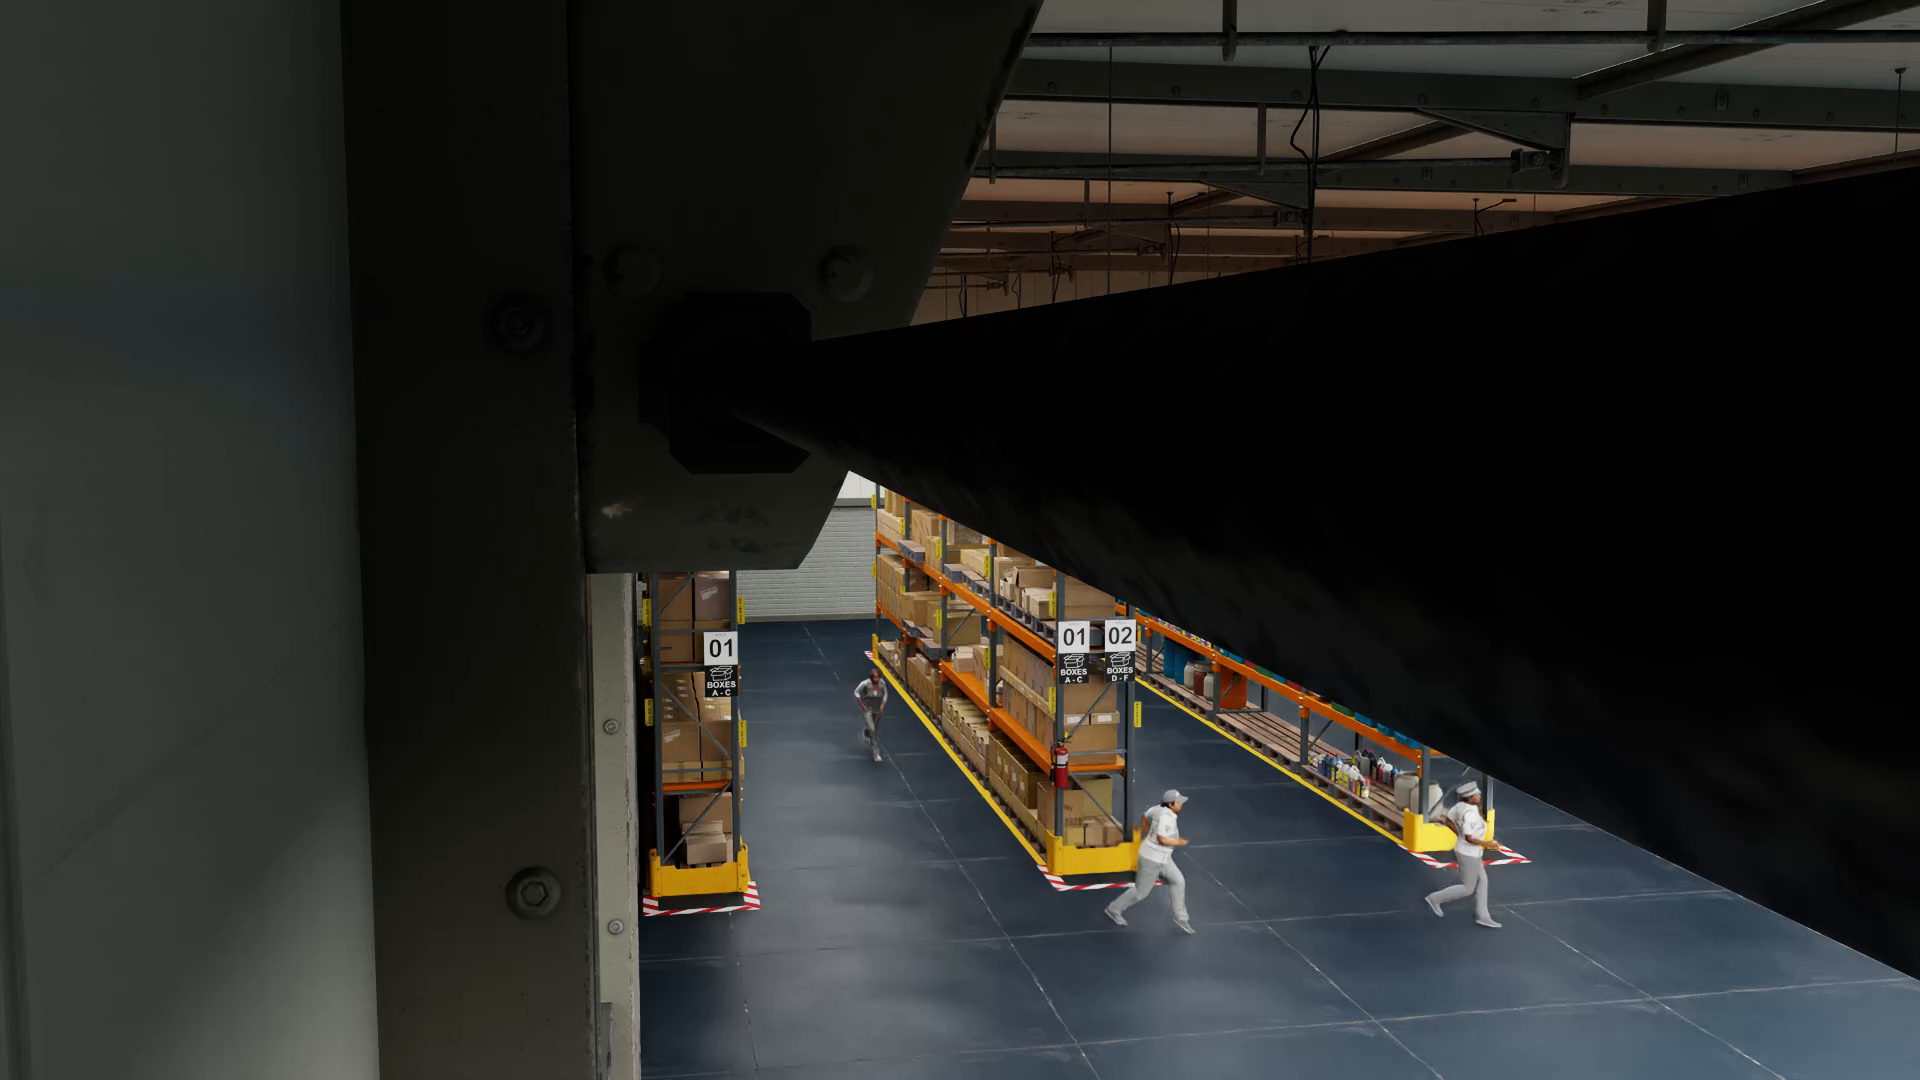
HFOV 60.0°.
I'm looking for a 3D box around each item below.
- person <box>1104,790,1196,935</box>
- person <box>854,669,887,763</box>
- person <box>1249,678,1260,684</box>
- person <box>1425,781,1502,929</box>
[{"bbox_3d":[2.137,3.618,18.648,1.017,1.676,0.606,1,6,11],"label":"person"},{"bbox_3d":[-1.471,2.811,27.125,0.549,1.549,0.871,-2,6,-15],"label":"person"},{"bbox_3d":[5.982,2.031,33.698,0.702,1.732,0.710,-2,6,-15],"label":"person"},{"bbox_3d":[5.729,3.569,18.867,0.870,1.702,0.579,1,6,7],"label":"person"}]
